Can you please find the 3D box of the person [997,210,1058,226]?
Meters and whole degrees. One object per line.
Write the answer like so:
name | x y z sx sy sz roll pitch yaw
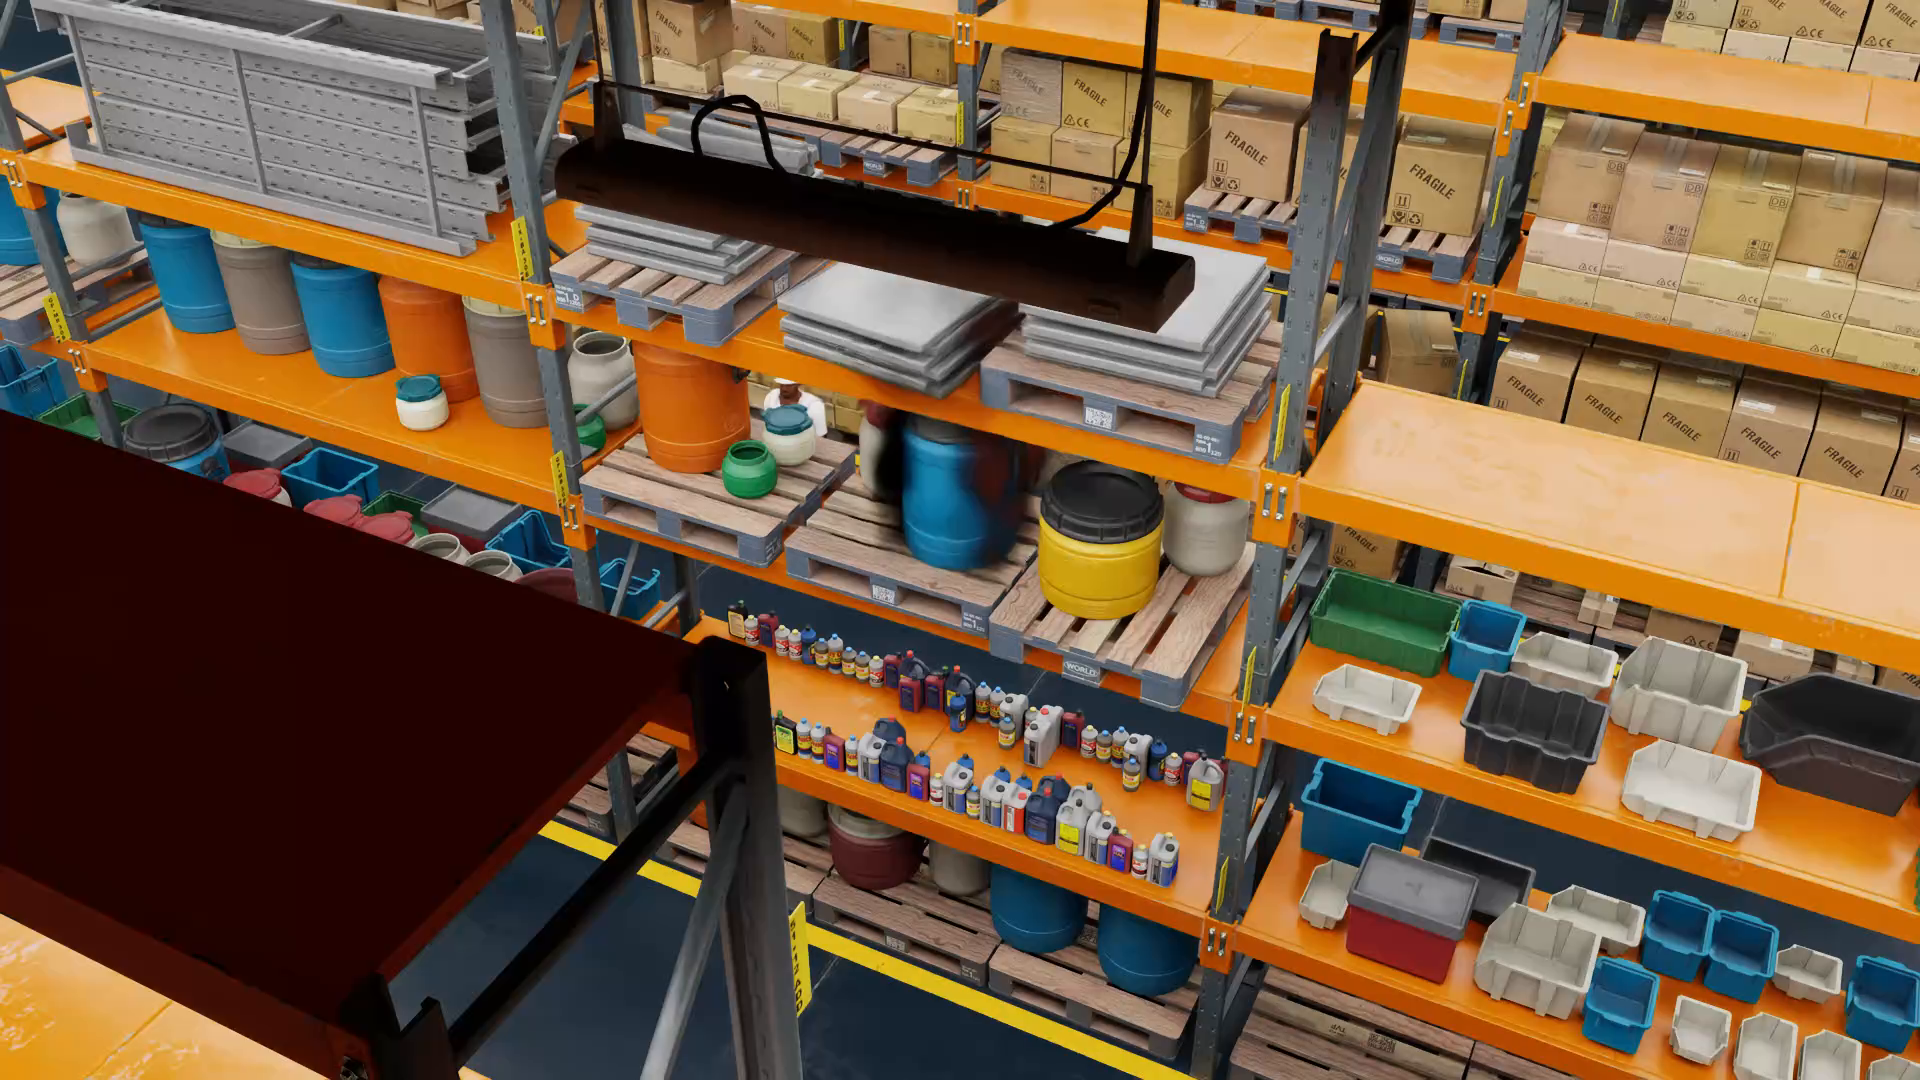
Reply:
person | 0.692 -3.116 16.787 0.611 1.815 0.653 -27 43 -33

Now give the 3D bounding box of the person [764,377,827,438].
person | -1.329 -0.598 13.214 0.641 1.788 0.457 24 41 30
